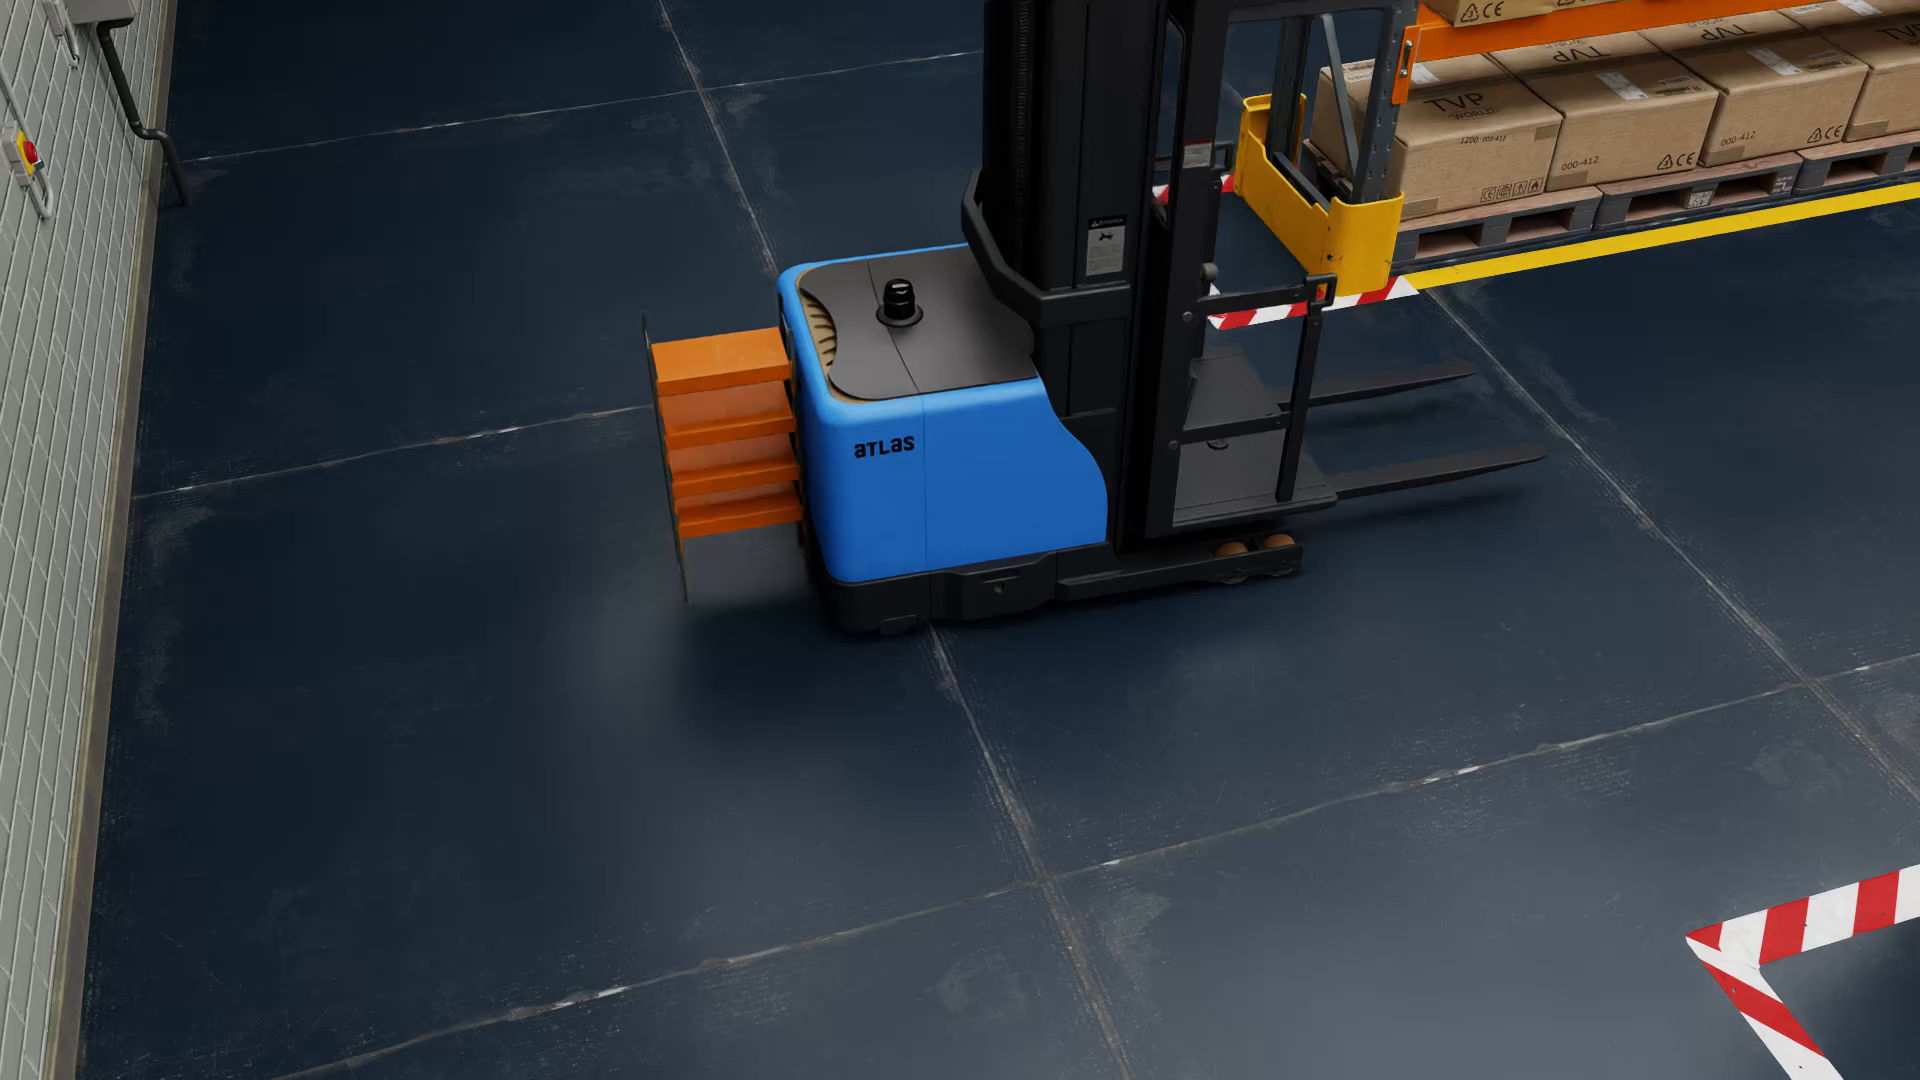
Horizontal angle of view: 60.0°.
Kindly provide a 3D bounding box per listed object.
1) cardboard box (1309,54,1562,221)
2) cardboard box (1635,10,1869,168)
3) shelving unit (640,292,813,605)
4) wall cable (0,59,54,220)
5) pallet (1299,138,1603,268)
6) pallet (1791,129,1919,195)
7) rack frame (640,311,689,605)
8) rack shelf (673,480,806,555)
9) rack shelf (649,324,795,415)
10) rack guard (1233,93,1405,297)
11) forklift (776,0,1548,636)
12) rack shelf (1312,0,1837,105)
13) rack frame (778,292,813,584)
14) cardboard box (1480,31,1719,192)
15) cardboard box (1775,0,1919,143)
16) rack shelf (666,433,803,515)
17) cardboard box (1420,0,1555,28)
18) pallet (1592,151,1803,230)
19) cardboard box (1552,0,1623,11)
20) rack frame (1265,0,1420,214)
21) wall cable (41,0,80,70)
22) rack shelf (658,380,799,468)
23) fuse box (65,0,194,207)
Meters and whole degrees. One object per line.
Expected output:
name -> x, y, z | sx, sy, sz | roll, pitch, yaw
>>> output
cardboard box -> 2.405, -2.093, 8.494 | 0.875, 0.438, 0.875 | -13, 43, -15
cardboard box -> 4.136, -2.456, 8.910 | 0.875, 0.438, 0.875 | -13, 43, -14
shelving unit -> -0.852, -0.316, 6.200 | 0.503, 1.200, 0.258 | -9, 42, -10
wall cable -> -3.566, -1.972, 5.931 | 0.123, 1.953, 0.585 | -12, 42, -13
pallet -> 2.545, -1.864, 8.723 | 1.213, 0.211, 1.003 | -12, 42, -13
pallet -> 4.872, -2.346, 9.275 | 1.213, 0.211, 1.003 | -12, 42, -13
rack frame -> -1.089, -0.277, 6.155 | 0.015, 1.200, 0.240 | -9, 42, -10
rack shelf -> -0.852, -0.116, 6.374 | 0.480, 0.148, 0.258 | -9, 42, -10
rack shelf -> -0.852, -0.612, 5.941 | 0.480, 0.148, 0.258 | -9, 42, -10
rack guard -> 1.783, -1.761, 8.385 | 0.348, 0.500, 1.175 | -12, 42, -13
forklift -> 0.865, -1.261, 5.966 | 3.031, 2.935, 1.130 | -9, 42, -10
rack shelf -> 3.713, -2.831, 8.257 | 4.000, 0.370, 1.077 | -12, 42, -13
rack frame -> -0.615, -0.354, 6.244 | 0.015, 1.200, 0.240 | -9, 42, -10
cardboard box -> 3.275, -2.279, 8.707 | 0.875, 0.438, 0.875 | -11, 42, -12
cardboard box -> 4.990, -2.634, 9.113 | 0.875, 0.438, 0.875 | -12, 43, -14
rack shelf -> -0.852, -0.265, 6.244 | 0.480, 0.148, 0.258 | -9, 42, -10
cardboard box -> 2.350, -2.659, 7.438 | 0.500, 0.500, 0.500 | -12, 43, -13
pallet -> 3.706, -2.102, 8.996 | 1.213, 0.211, 1.003 | -12, 42, -13
cardboard box -> 2.824, -2.777, 7.572 | 0.500, 0.500, 0.500 | -12, 43, -14
rack frame -> 1.806, -2.707, 7.568 | 0.127, 3.000, 1.000 | -12, 42, -13
wall cable -> -4.003, -2.848, 6.958 | 0.122, 1.984, 0.588 | -12, 42, -13
rack shelf -> -0.852, -0.434, 6.097 | 0.480, 0.148, 0.258 | -9, 42, -10
fuse box -> -4.058, -2.440, 8.242 | 0.414, 1.711, 0.539 | -12, 42, -13
